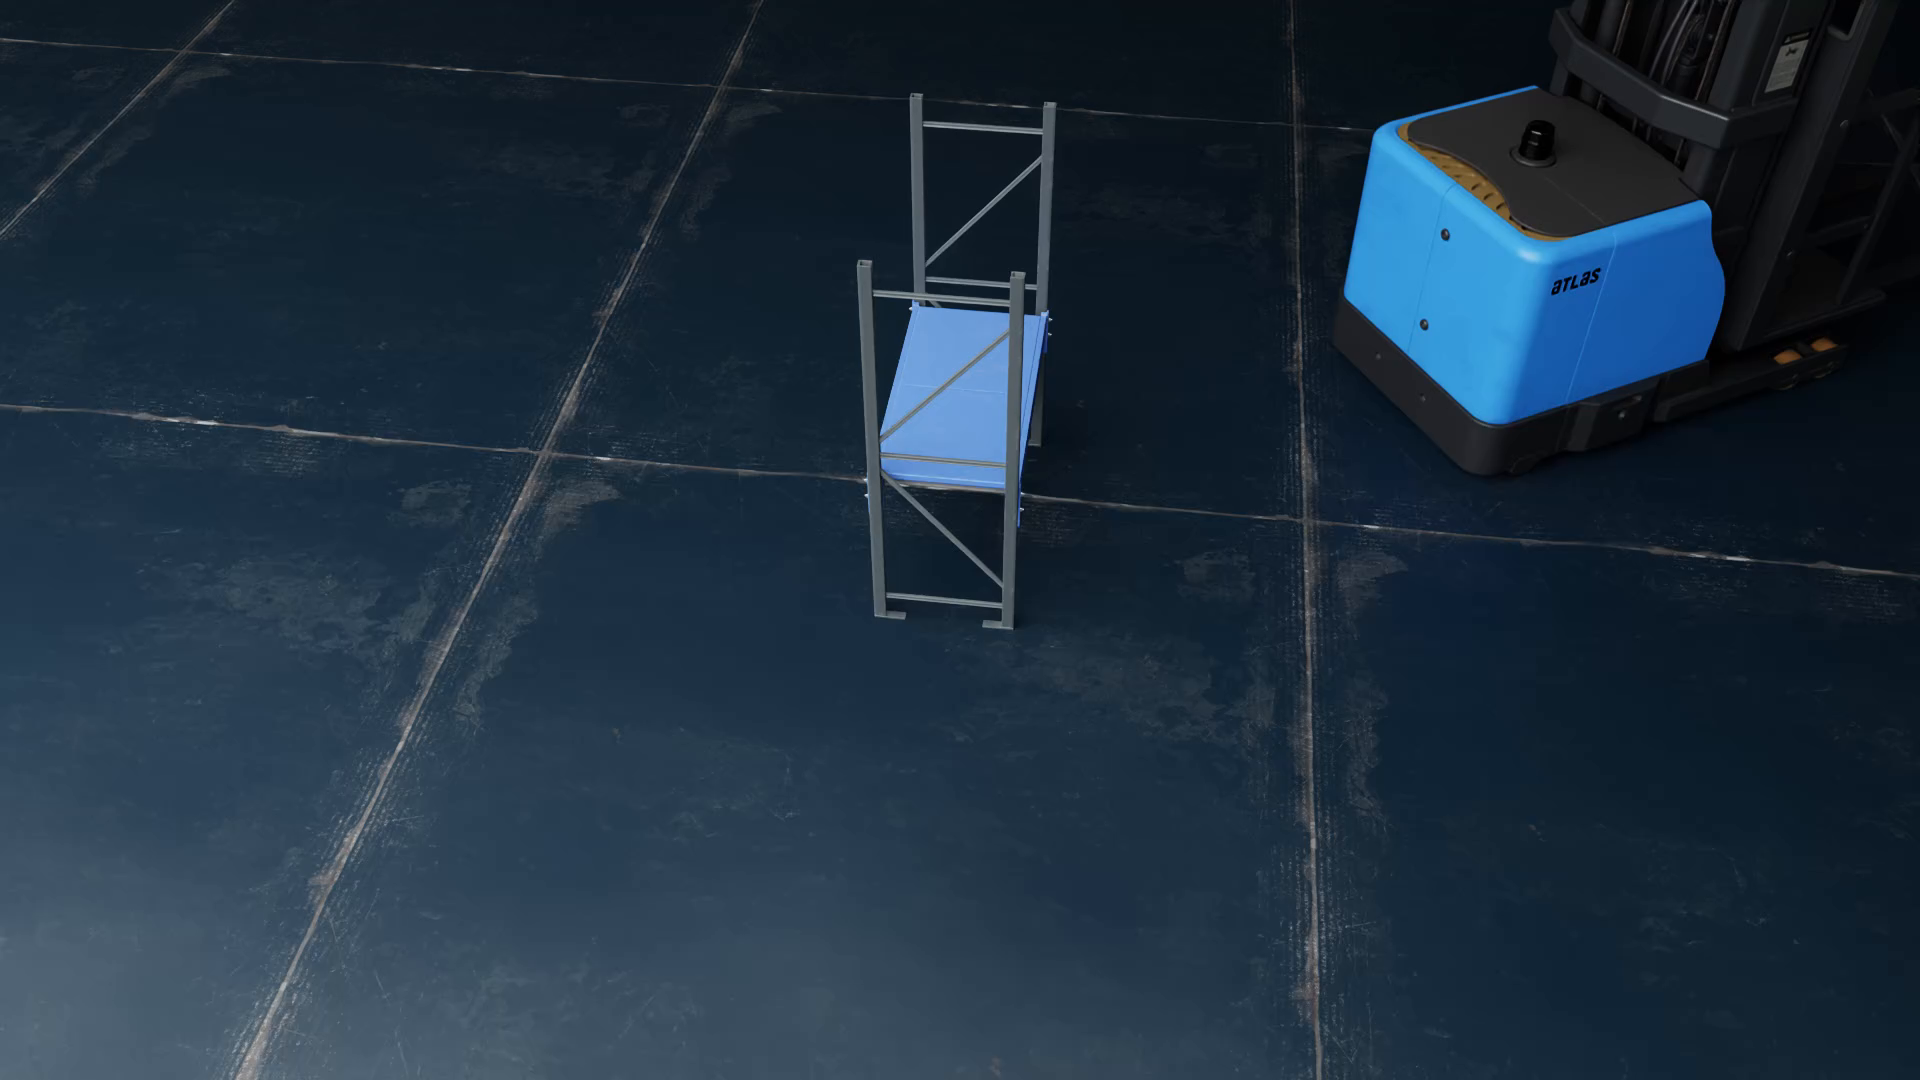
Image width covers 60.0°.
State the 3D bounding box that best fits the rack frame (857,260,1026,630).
[{"bbox_3d":[-0.056,-0.256,5.430,0.500,1.500,0.032,5,44,6],"label":"rack frame"}]

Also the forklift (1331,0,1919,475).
[{"bbox_3d":[3.131,-2.000,6.231,3.031,2.935,1.130,-18,46,-18],"label":"forklift"}]

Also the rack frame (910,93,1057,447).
[{"bbox_3d":[0.078,-0.949,6.162,0.500,1.500,0.032,5,44,6],"label":"rack frame"}]

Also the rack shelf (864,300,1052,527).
[{"bbox_3d":[0.011,-0.472,5.919,0.538,0.185,1.000,5,44,6],"label":"rack shelf"}]

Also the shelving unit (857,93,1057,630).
[{"bbox_3d":[0.011,-0.603,5.796,0.538,1.500,1.048,5,44,6],"label":"shelving unit"}]
